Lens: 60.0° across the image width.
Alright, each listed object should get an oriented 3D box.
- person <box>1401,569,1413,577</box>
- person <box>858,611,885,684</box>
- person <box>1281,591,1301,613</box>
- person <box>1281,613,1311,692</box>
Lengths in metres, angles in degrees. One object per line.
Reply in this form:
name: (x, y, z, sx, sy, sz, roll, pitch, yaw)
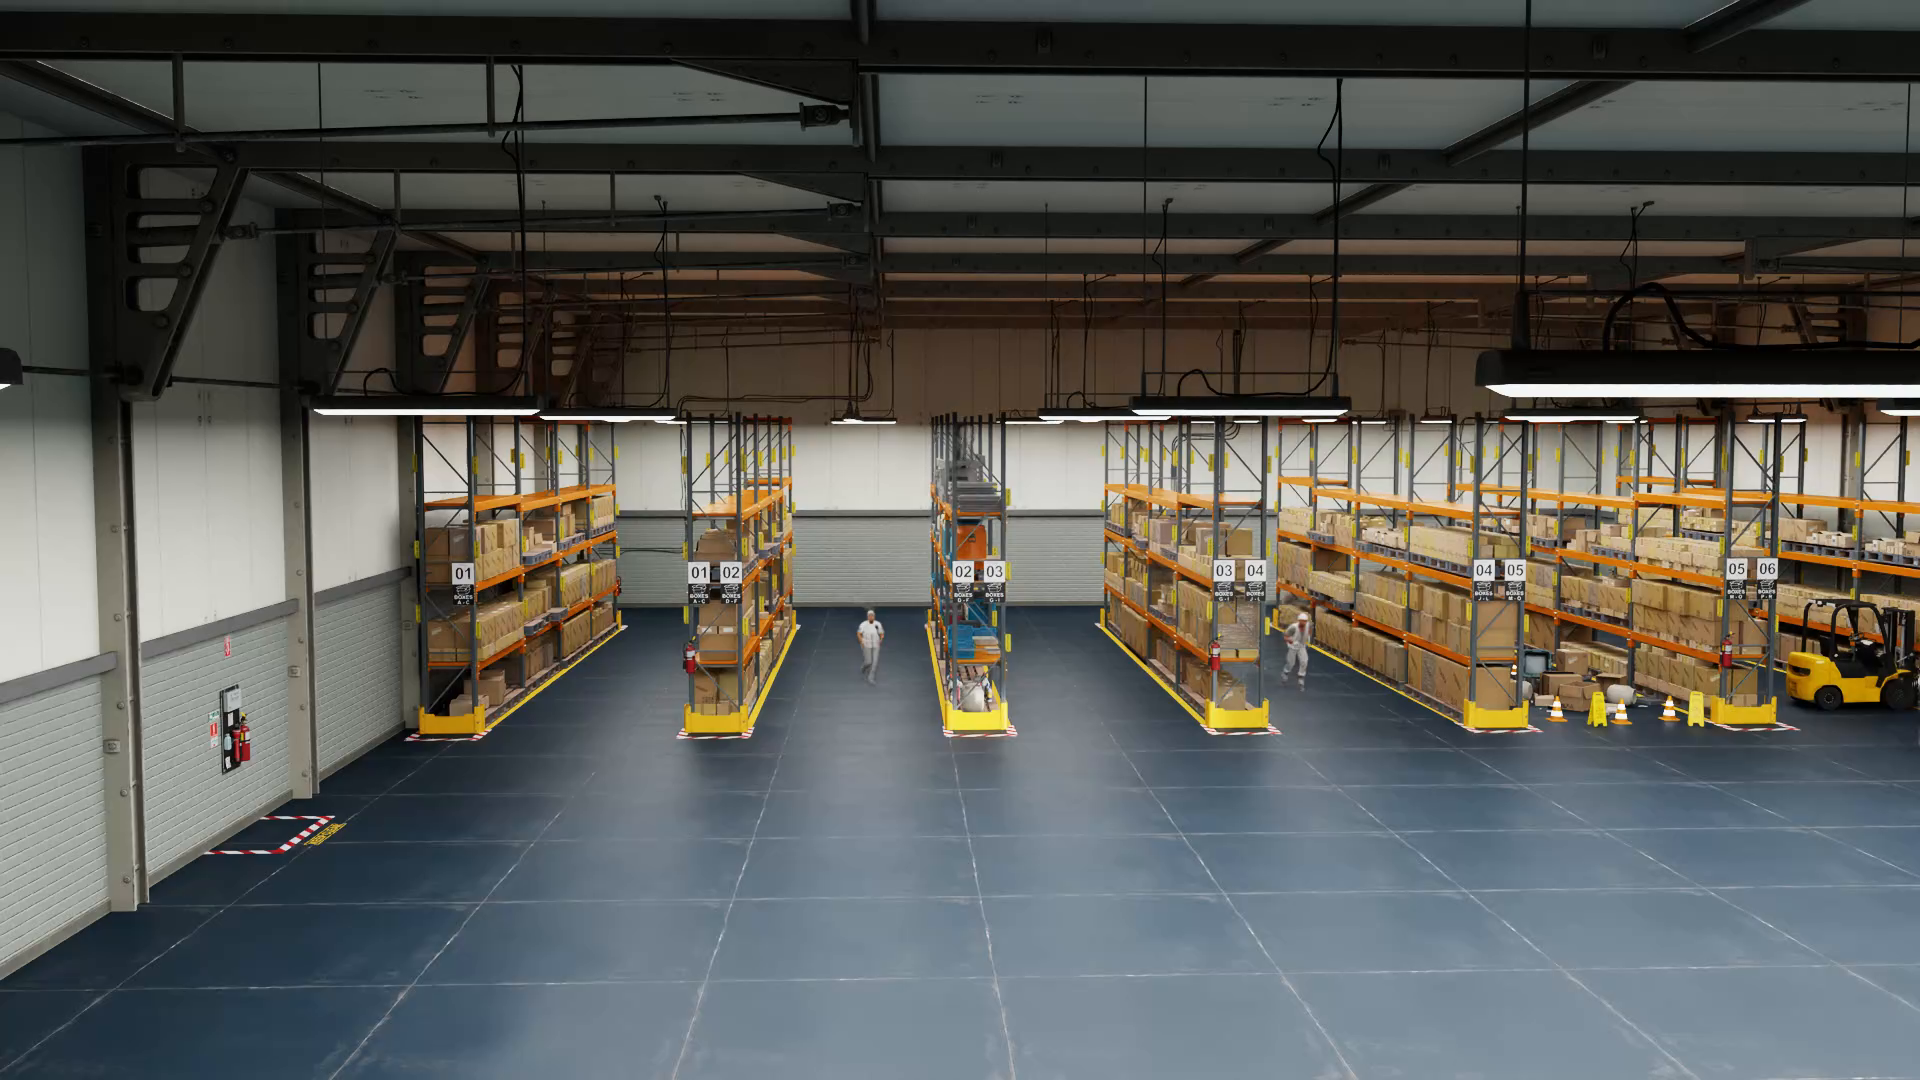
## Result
person: (13.194, 1.524, 49.431, 0.575, 1.677, 0.653, -1, 4, -16)
person: (-1.970, 2.392, 37.106, 0.596, 1.638, 0.578, -1, 4, -13)
person: (9.753, 1.541, 48.954, 0.932, 1.731, 0.739, 2, 4, 22)
person: (7.326, 2.424, 36.343, 0.703, 1.734, 1.053, -1, 4, -18)
